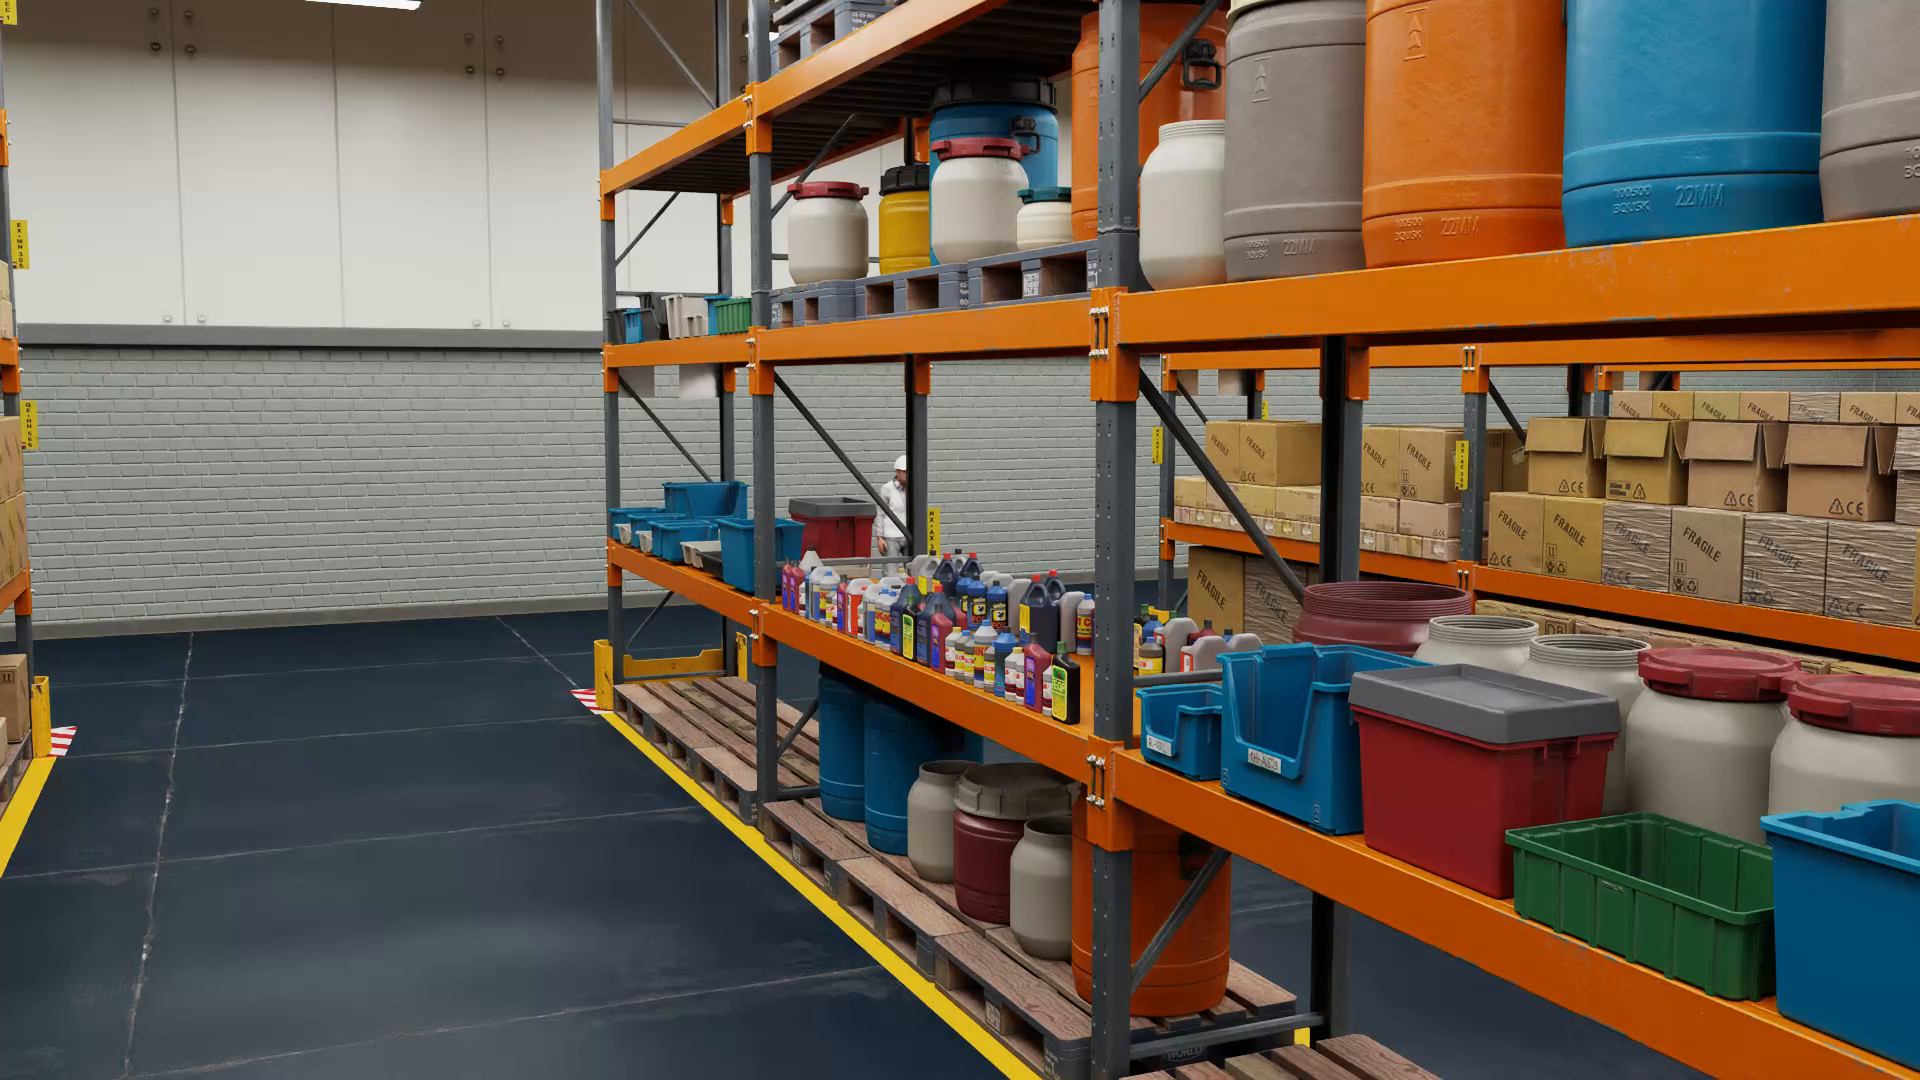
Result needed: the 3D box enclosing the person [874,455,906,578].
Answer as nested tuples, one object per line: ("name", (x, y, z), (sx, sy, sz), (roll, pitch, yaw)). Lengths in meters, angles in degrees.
("person", (-0.617, -0.009, 17.559), (0.581, 1.771, 0.465), (-2, 6, -24))
